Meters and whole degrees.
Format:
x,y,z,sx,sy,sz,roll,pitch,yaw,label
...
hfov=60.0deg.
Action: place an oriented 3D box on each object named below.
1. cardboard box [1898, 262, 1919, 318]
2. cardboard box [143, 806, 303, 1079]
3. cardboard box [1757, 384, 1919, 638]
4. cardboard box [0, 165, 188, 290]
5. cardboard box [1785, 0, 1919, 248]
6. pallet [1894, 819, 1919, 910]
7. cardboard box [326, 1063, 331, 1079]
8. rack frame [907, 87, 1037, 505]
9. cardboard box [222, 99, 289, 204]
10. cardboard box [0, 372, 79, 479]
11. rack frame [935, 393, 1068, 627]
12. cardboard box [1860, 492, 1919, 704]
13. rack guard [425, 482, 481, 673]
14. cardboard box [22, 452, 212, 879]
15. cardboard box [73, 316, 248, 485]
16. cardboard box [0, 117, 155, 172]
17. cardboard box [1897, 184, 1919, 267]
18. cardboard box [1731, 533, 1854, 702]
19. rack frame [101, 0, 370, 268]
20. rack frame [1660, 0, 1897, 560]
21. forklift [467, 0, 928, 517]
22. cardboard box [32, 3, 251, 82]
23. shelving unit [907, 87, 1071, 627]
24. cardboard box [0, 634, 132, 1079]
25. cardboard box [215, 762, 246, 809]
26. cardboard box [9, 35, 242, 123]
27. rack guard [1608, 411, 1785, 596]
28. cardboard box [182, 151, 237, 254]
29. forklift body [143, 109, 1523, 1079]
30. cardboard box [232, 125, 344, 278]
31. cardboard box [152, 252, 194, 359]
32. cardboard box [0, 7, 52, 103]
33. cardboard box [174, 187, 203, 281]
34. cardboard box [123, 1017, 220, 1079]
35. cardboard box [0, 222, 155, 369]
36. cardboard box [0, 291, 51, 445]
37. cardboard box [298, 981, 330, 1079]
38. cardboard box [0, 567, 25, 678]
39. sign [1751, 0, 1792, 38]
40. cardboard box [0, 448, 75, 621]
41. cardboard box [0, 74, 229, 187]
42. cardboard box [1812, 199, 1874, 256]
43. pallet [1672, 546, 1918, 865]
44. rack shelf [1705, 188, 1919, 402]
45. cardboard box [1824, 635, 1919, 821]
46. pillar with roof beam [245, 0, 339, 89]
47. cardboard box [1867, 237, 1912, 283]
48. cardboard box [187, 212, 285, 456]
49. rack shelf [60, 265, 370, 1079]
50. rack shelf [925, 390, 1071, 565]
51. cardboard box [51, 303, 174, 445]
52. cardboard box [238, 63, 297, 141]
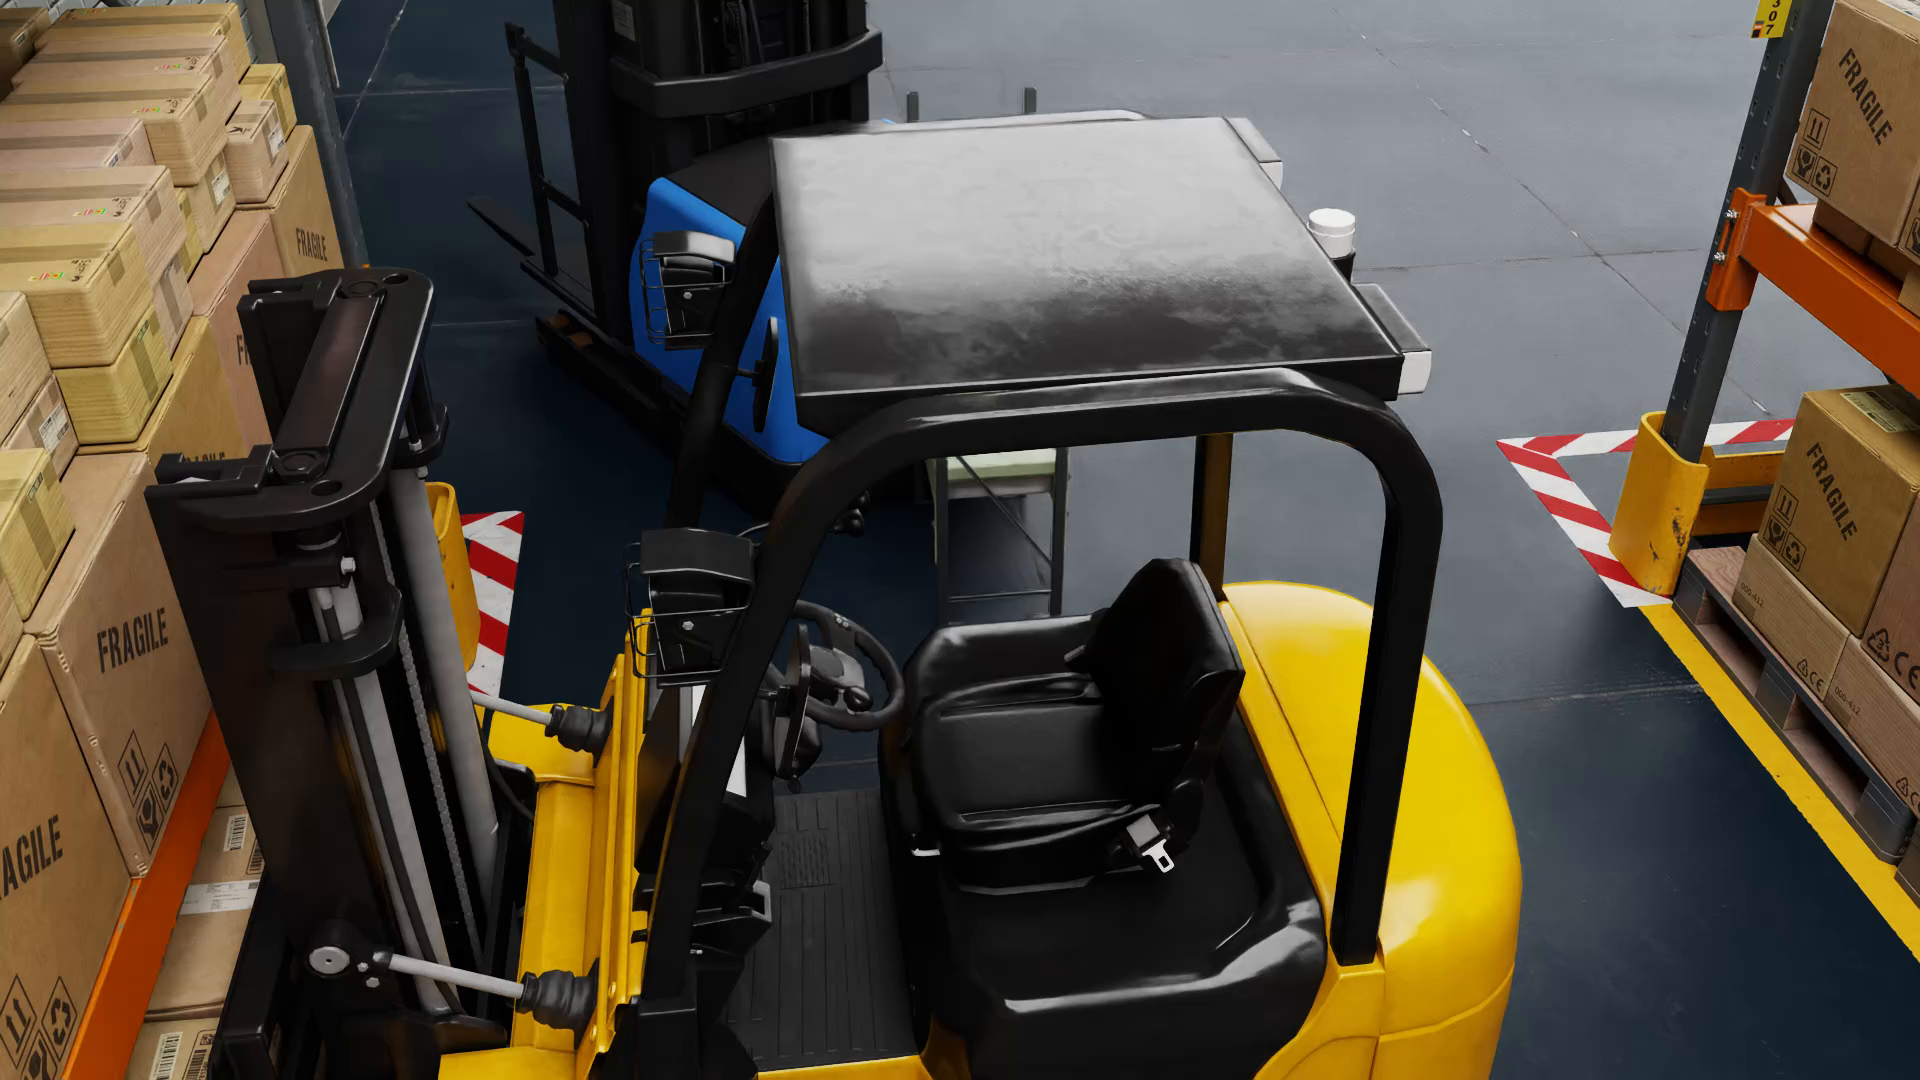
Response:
x,y,z,sx,sy,sz,roll,pitch,yaw,label
2.656,-0.631,4.235,0.380,0.149,0.250,-5,35,-8,cardboard box
-1.522,0.776,3.129,0.500,0.250,0.500,-5,35,-7,cardboard box
2.650,-0.097,4.631,0.500,0.500,0.500,-5,35,-8,cardboard box
-1.618,-0.544,2.955,0.380,0.149,0.250,-4,34,-5,cardboard box
2.601,-1.113,4.366,0.500,0.500,0.500,-5,35,-7,cardboard box
3.057,1.096,3.954,1.003,0.211,1.213,-4,35,-6,pallet
-1.522,1.191,3.407,0.500,0.250,0.500,-3,34,-5,cardboard box
0.036,-0.763,5.539,0.400,1.500,0.023,-4,34,-6,rack frame
-1.718,-0.853,3.673,0.380,0.149,0.250,-4,34,-6,cardboard box
-1.641,-0.133,2.617,0.380,0.149,0.250,-5,35,-7,cardboard box
0.127,-0.354,4.938,0.400,1.500,0.023,-4,34,-6,rack frame
2.725,0.195,4.204,0.500,0.500,0.500,-6,35,-8,cardboard box
-2.109,0.164,5.066,1.175,0.500,0.348,-4,35,-6,rack guard
-1.571,0.213,2.685,0.500,0.500,0.500,-4,34,-6,cardboard box
-1.650,-0.066,3.095,0.500,0.500,0.500,-5,35,-7,cardboard box
-1.763,-0.681,3.156,0.380,0.149,0.250,-4,34,-6,cardboard box
2.674,-0.824,3.943,0.500,0.500,0.500,-3,34,-5,cardboard box
2.646,0.200,4.862,0.500,0.250,0.500,-5,35,-7,cardboard box
-2.106,-0.856,4.342,1.000,3.000,0.127,-4,35,-6,rack frame
2.812,-1.234,4.897,1.000,3.000,0.127,-4,35,-6,rack frame
-1.087,-2.037,6.136,1.130,2.935,3.031,-23,41,-30,forklift
-1.849,-1.104,3.778,0.380,0.149,0.250,-4,35,-6,cardboard box
0.082,-0.559,5.238,0.431,1.500,0.755,-4,34,-6,shelving unit
-1.525,0.496,2.270,0.500,0.500,0.500,-5,35,-7,cardboard box
-1.583,0.492,3.545,0.500,0.250,0.500,-4,34,-6,cardboard box
-1.785,-0.969,3.579,0.380,0.149,0.250,-4,35,-6,cardboard box
2.822,-0.159,5.539,1.175,0.500,0.348,-4,35,-6,rack guard
-1.744,-0.703,3.454,0.380,0.149,0.250,-4,34,-5,cardboard box
-0.043,0.415,3.231,2.313,2.155,1.214,-4,35,-6,forklift body
-1.780,-0.643,3.940,0.500,0.500,0.500,-5,35,-7,cardboard box
-1.639,-0.419,3.036,0.380,0.149,0.250,-5,35,-8,cardboard box
-2.273,-1.085,3.749,0.380,0.149,0.250,-5,35,-7,cardboard box
-1.722,-0.564,3.249,0.380,0.149,0.250,-5,35,-7,cardboard box
-1.459,1.069,2.698,0.500,0.250,0.500,-3,34,-5,cardboard box
-1.578,-0.400,2.744,0.380,0.149,0.250,-4,34,-5,cardboard box
-1.637,-0.249,2.523,0.380,0.149,0.250,-4,34,-6,cardboard box
-1.520,0.995,3.251,0.500,0.250,0.500,-4,35,-7,cardboard box
-1.494,0.153,2.198,0.380,0.149,0.250,-5,35,-8,cardboard box
2.274,-1.551,4.593,0.100,0.325,0.005,-4,35,-6,sign
-1.539,0.005,2.415,0.380,0.149,0.250,-5,35,-7,cardboard box
-1.723,-0.825,3.368,0.380,0.149,0.250,-4,34,-5,cardboard box
2.653,-0.925,4.667,0.380,0.149,0.250,-4,35,-6,cardboard box
2.896,0.417,4.951,1.003,0.211,1.213,-4,35,-6,pallet
3.081,0.179,3.462,1.077,0.370,4.000,-4,35,-6,rack shelf
2.708,0.485,4.443,0.500,0.250,0.500,-3,34,-5,cardboard box
0.553,-6.552,7.374,9.100,9.000,0.400,-4,35,-6,pillar with roof beam
2.701,-0.785,4.461,0.380,0.149,0.250,-4,34,-6,cardboard box
-1.719,-0.352,3.515,0.500,0.500,0.500,-3,34,-5,cardboard box
-1.837,0.557,2.907,1.077,0.370,4.000,-4,35,-6,rack shelf
0.082,-0.290,5.422,0.431,0.370,0.720,-4,34,-6,rack shelf
-1.585,-0.279,2.831,0.380,0.149,0.250,-4,34,-6,cardboard box
-1.782,-0.993,3.879,0.380,0.149,0.250,-4,34,-6,cardboard box
